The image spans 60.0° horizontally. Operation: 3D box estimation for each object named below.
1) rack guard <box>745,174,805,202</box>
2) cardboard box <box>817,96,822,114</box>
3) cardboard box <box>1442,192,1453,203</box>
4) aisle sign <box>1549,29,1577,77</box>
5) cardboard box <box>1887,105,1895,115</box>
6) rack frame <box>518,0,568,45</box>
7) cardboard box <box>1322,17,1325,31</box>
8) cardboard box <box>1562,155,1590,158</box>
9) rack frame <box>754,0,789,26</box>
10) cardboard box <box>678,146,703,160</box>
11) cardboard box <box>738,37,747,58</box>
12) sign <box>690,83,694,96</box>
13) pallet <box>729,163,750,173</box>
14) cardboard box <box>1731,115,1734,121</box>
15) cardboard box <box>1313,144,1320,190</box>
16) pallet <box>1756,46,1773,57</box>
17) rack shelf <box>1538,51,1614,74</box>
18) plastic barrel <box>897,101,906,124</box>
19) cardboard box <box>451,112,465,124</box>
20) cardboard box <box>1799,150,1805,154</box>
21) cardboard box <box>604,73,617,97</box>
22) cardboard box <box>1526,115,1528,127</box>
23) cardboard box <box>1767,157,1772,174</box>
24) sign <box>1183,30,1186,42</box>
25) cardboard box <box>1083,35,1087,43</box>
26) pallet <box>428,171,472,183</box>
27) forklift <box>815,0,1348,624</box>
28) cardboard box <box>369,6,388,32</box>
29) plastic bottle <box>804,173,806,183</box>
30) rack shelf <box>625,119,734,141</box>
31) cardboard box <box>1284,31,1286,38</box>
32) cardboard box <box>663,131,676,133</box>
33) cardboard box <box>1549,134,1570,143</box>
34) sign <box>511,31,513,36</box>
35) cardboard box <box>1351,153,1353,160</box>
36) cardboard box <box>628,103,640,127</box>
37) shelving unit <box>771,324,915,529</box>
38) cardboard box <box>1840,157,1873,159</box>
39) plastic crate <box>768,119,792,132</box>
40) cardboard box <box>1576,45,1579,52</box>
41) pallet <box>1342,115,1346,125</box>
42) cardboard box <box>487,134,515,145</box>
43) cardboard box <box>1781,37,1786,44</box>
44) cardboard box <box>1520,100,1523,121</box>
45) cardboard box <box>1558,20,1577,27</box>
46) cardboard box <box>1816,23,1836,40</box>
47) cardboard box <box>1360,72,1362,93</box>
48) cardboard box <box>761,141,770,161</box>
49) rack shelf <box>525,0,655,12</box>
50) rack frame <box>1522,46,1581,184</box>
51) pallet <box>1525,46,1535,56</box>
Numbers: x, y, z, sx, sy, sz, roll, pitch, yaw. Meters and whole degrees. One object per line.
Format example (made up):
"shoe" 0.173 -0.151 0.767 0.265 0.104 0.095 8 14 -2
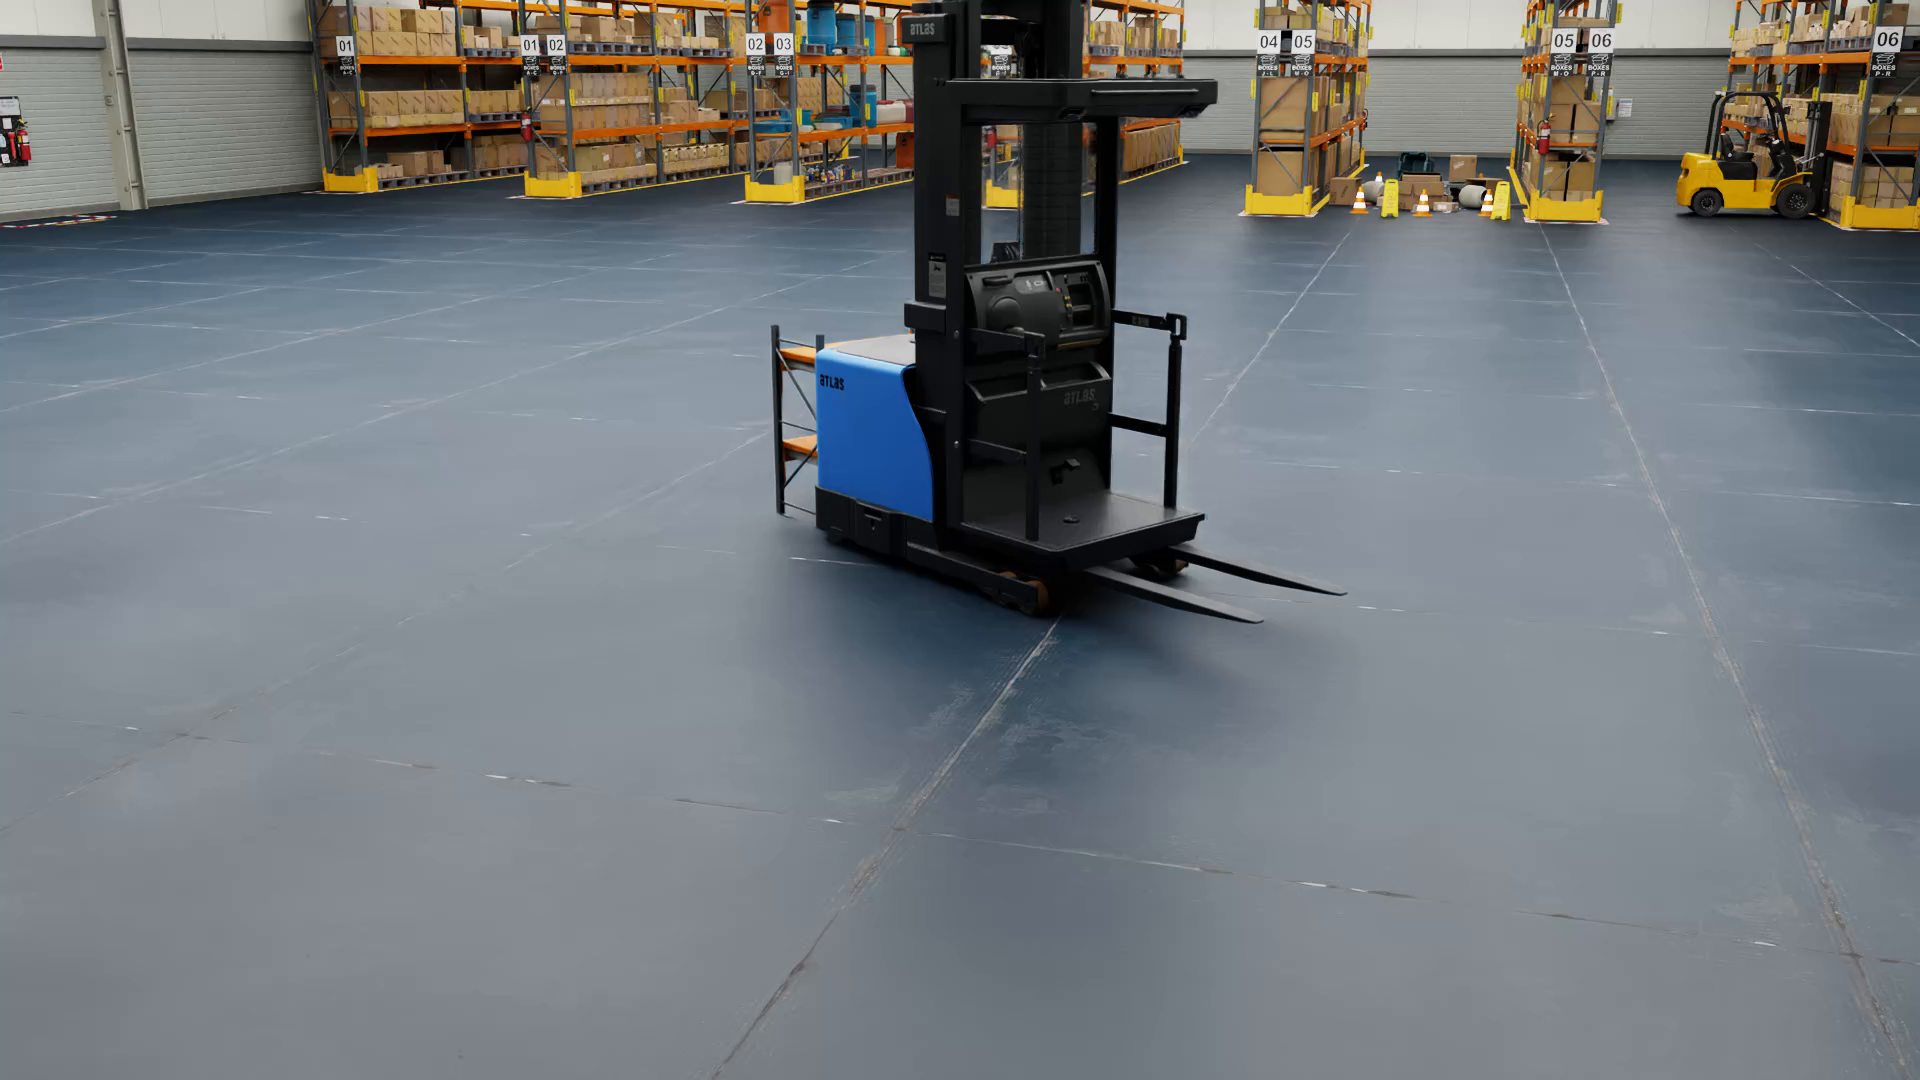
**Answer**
"rack guard" -3.697 -7.023 33.173 1.175 0.500 0.348 5 16 16
"cardboard box" -4.175 -12.285 46.961 0.500 0.500 0.500 4 16 15
"cardboard box" 9.424 -6.734 32.584 0.258 0.266 0.396 -7 17 -23
"aisle sign" 10.281 -8.306 28.353 0.394 0.787 0.004 5 16 16
"cardboard box" 15.691 -7.164 27.717 0.380 0.149 0.250 5 16 16
"rack frame" -8.421 -11.473 33.288 1.000 3.000 0.127 5 16 16
"cardboard box" 6.471 -9.542 30.754 0.500 0.250 0.500 4 16 15
"cardboard box" 11.660 -7.027 31.502 0.500 0.500 0.500 5 17 17
"rack frame" -5.011 -14.613 44.357 1.000 3.000 0.127 5 16 16
"cardboard box" -6.493 -9.274 39.769 0.500 0.311 0.500 5 17 17
"cardboard box" -5.911 -12.421 41.945 0.910 0.500 0.500 5 16 16
"sign" -6.671 -11.239 41.478 0.100 0.325 0.005 5 16 16
"pallet" -5.900 -9.531 42.545 1.003 0.211 1.213 5 16 16
"cardboard box" 19.113 -10.333 40.721 0.380 0.149 0.250 4 16 14
"cardboard box" 6.693 -7.474 33.307 0.875 0.875 0.875 5 17 17
"pallet" 18.203 -10.721 36.477 1.213 0.211 1.003 5 16 16
"rack shelf" 11.145 -8.670 30.219 1.077 0.370 4.000 5 16 16
"plastic barrel" -1.488 -10.063 39.106 0.421 0.512 0.421 0 16 0
"cardboard box" -11.879 -9.807 38.645 0.500 0.250 0.500 5 16 16
"cardboard box" 18.158 -8.250 35.540 0.380 0.149 0.250 5 17 18
"cardboard box" -7.833 -9.795 35.806 0.700 0.500 0.500 5 16 16
"cardboard box" 12.745 -9.223 36.623 0.500 0.250 0.500 4 16 14
"cardboard box" 17.524 -7.885 35.444 0.500 0.500 0.500 5 17 17
"sign" 6.139 -13.789 45.473 0.100 0.325 0.005 5 16 16
"cardboard box" 2.397 -10.320 34.262 0.380 0.149 0.250 5 17 18
"pallet" -12.192 -8.497 38.899 1.003 0.211 1.213 5 16 16
"forklift" 0.542 -1.205 8.208 1.130 2.935 3.031 -13 21 -39
"cardboard box" -12.639 -11.161 35.633 0.500 0.500 0.500 4 16 15
"plastic bottle" -3.310 -7.677 35.221 0.097 0.201 0.097 0 16 0
"rack shelf" -6.716 -9.811 39.739 1.077 0.370 4.000 5 16 16
"cardboard box" 5.789 -9.292 30.601 0.380 0.149 0.250 5 17 16
"cardboard box" -8.662 -12.162 49.334 0.380 0.149 0.250 5 17 17
"cardboard box" 10.478 -7.043 29.123 0.380 0.149 0.250 5 17 18
"sign" -11.428 -12.838 42.505 0.100 0.325 0.005 5 16 16
"cardboard box" 9.622 -9.590 41.552 0.380 0.149 0.250 5 17 18
"cardboard box" -7.548 -9.427 36.883 0.700 0.500 0.500 4 16 15
"shelving unit" -0.527 -0.736 9.861 1.048 1.125 0.538 -13 20 -37
"cardboard box" 16.519 -6.928 30.696 0.500 0.250 0.500 5 17 17
"plastic crate" -3.628 -8.454 33.910 0.499 0.251 0.408 5 16 16
"cardboard box" 11.386 -8.915 30.226 0.380 0.149 0.250 4 16 15
"pallet" 8.176 -9.602 38.037 1.213 0.211 1.003 5 16 16
"cardboard box" -11.417 -9.961 41.353 0.500 0.250 0.500 5 16 16
"cardboard box" 17.701 -10.634 35.371 0.380 0.149 0.250 5 16 16
"cardboard box" 14.015 -10.513 40.714 0.500 0.500 0.500 4 16 15
"cardboard box" 10.390 -8.867 28.594 0.380 0.149 0.250 5 17 16
"cardboard box" 16.446 -9.570 31.288 0.500 0.311 0.500 4 16 14
"cardboard box" 10.027 -11.718 42.585 0.500 0.500 0.500 4 16 14
"cardboard box" -5.311 -10.191 43.537 0.500 0.500 0.500 4 16 14
"rack shelf" -7.853 -11.458 35.286 1.077 0.370 4.000 5 16 16
"rack frame" 12.850 -9.142 36.065 1.000 3.000 0.127 5 16 16
"pallet" 12.982 -10.667 36.289 1.213 0.211 1.003 5 17 18
